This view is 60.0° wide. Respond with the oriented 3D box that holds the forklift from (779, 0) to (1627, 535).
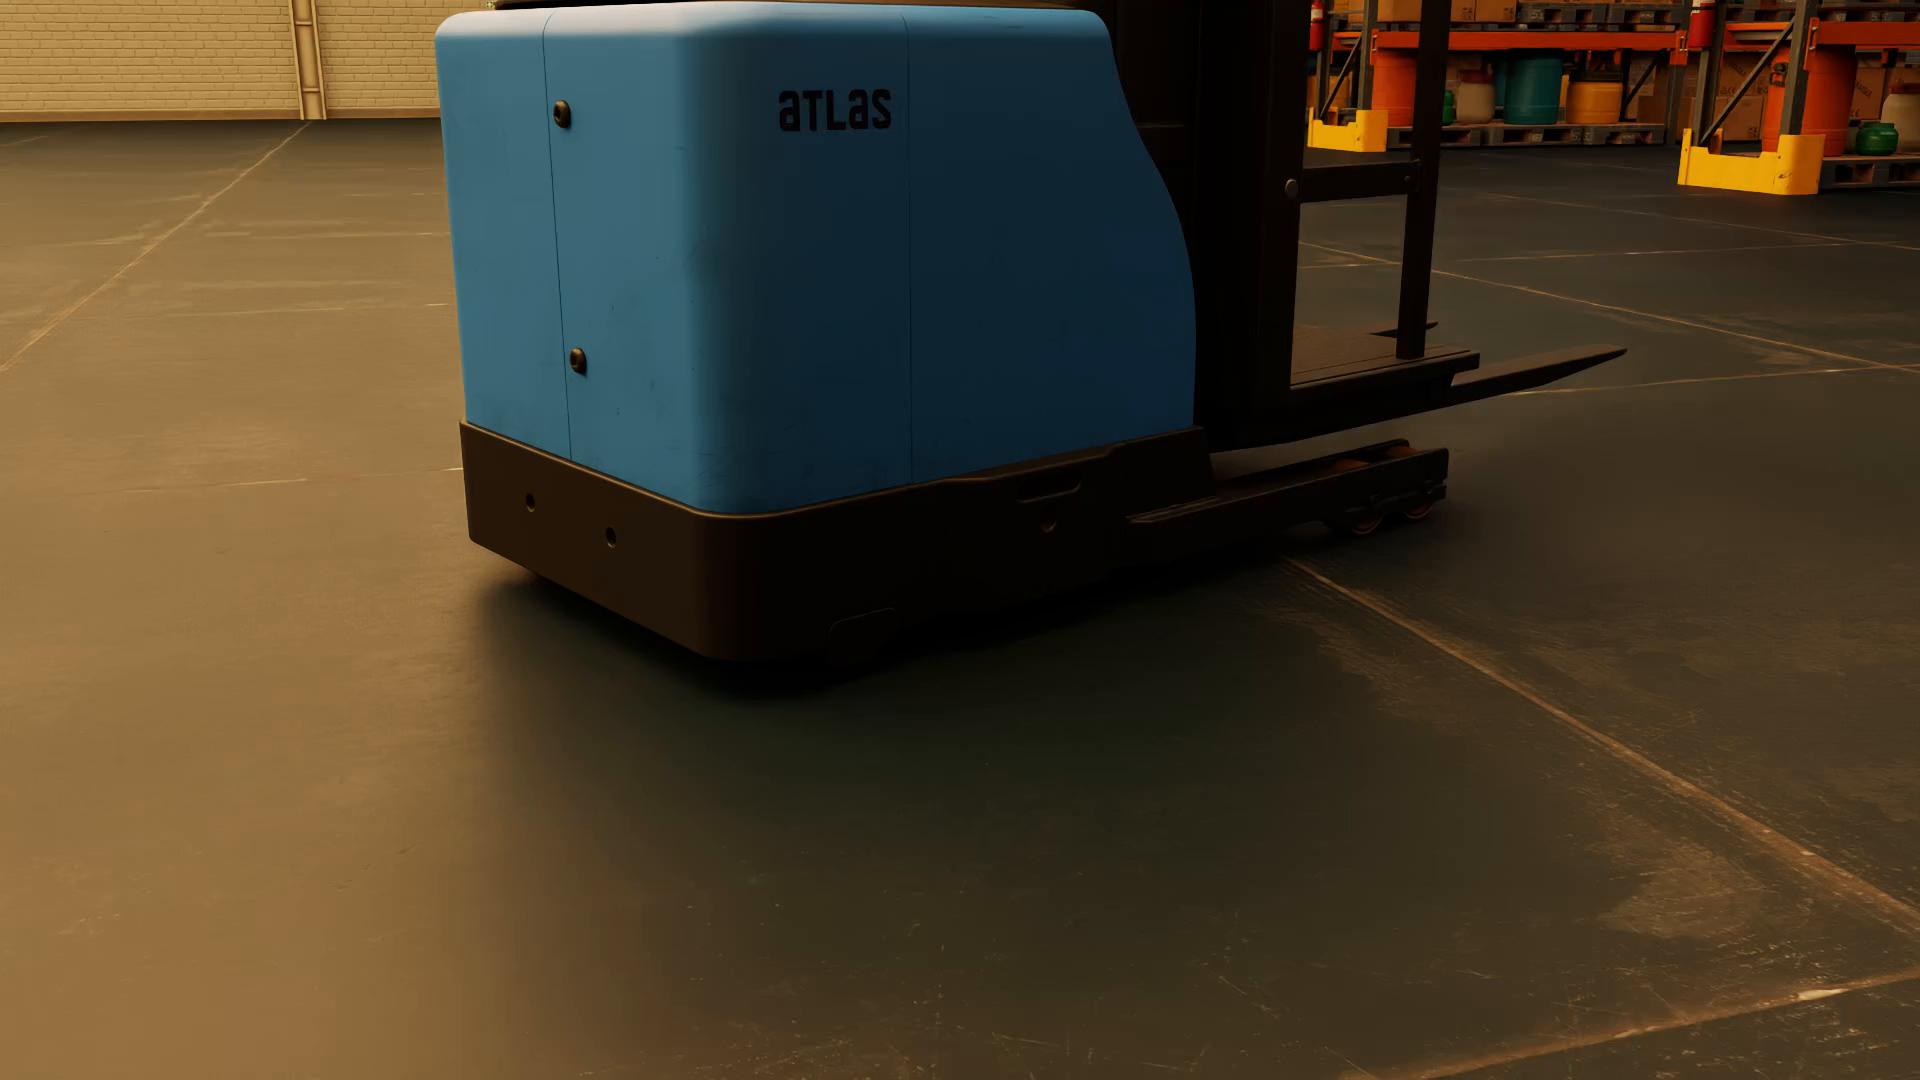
[{"bbox_3d":[0.468,-1.516,3.529,3.031,2.935,1.121,-13,21,-38],"label":"forklift"}]
